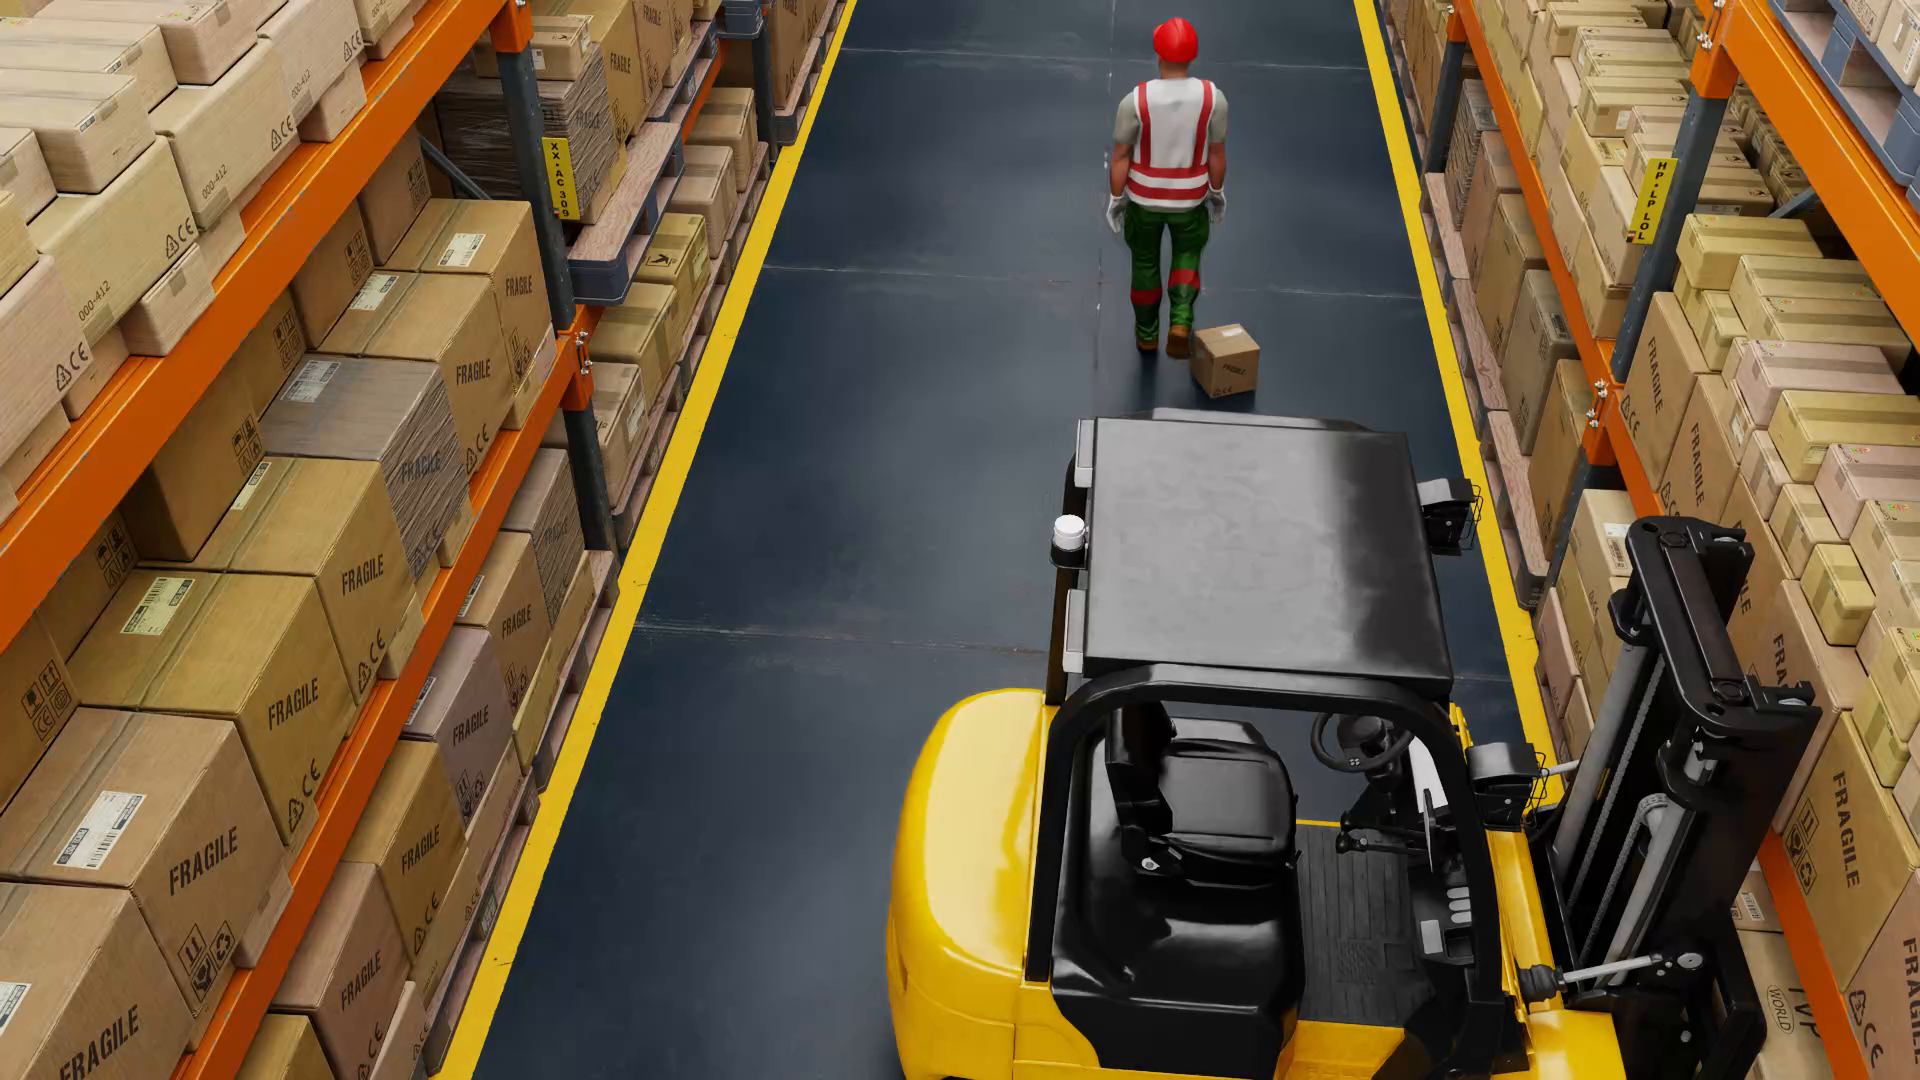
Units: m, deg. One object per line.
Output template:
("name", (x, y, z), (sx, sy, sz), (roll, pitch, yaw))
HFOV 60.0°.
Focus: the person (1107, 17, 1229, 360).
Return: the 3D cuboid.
("person", (1.015, -1.659, 8.098), (0.590, 1.778, 0.629), (0, 40, 0))
